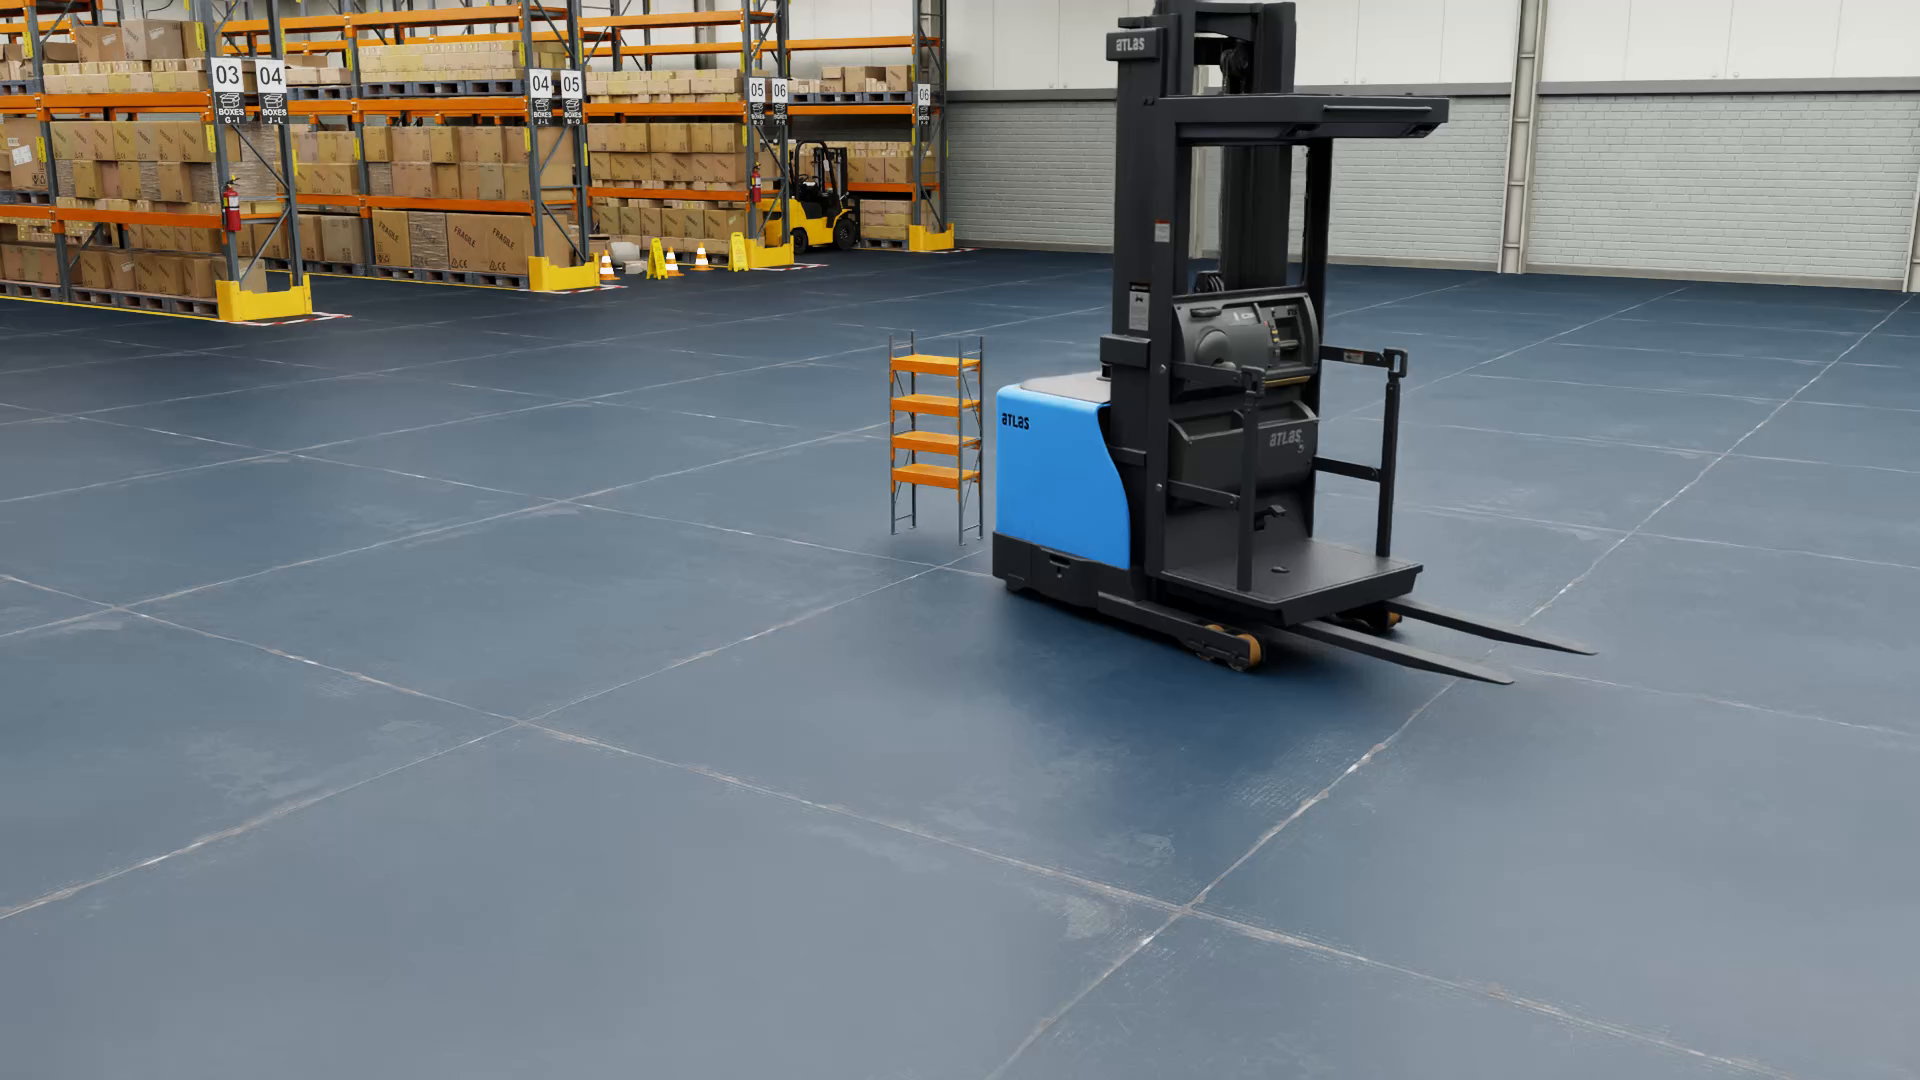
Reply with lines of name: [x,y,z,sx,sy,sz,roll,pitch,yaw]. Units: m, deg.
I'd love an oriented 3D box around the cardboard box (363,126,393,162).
cardboard box: [-9.068,-6.383,26.805,0.550,0.550,0.875,9,17,33]

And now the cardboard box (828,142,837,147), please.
cardboard box: [-2.480,-8.052,33.930,0.250,0.149,0.380,9,17,33]

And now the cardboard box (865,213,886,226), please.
cardboard box: [-1.578,-6.480,33.567,0.500,0.250,0.500,9,17,32]

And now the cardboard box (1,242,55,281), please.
cardboard box: [-13.554,-4.096,24.413,0.500,0.500,0.700,8,16,28]

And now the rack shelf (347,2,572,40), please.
rack shelf: [-7.695,-7.942,25.510,4.000,0.370,1.077,9,17,33]

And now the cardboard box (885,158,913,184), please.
cardboard box: [-1.145,-7.358,33.098,0.500,0.500,0.500,9,16,32]

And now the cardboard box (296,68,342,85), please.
cardboard box: [-10.502,-7.599,27.267,0.500,0.250,0.500,9,17,32]

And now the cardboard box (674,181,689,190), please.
cardboard box: [-4.887,-6.349,29.752,0.250,0.149,0.380,9,17,32]

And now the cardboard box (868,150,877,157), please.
cardboard box: [-1.643,-7.761,33.375,0.250,0.149,0.380,9,17,32]

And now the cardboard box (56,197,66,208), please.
cardboard box: [-12.196,-4.656,22.911,0.250,0.149,0.380,9,17,33]

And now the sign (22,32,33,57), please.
sign: [-12.514,-6.654,22.321,0.005,0.325,0.100,9,17,33]

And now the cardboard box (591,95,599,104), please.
cardboard box: [-6.553,-8.085,30.521,0.250,0.149,0.380,9,16,32]

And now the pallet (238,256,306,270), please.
pallet: [-12.062,-4.904,29.194,1.213,0.211,1.003,9,17,33]

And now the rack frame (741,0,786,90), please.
rack frame: [-3.357,-9.218,28.334,0.127,3.000,1.000,9,17,33]

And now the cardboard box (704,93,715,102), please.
cardboard box: [-4.235,-7.701,28.972,0.250,0.149,0.380,10,17,34]

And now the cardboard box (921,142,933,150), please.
cardboard box: [-0.749,-7.892,33.283,0.250,0.149,0.380,9,16,32]

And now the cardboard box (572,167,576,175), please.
cardboard box: [-7.257,-6.938,31.258,0.250,0.149,0.380,9,17,34]

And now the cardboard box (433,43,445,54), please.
cardboard box: [-7.770,-7.461,25.260,0.250,0.149,0.380,9,17,33]

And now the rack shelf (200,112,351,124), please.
rack shelf: [-14.974,-9.290,36.365,4.000,0.370,1.077,9,17,33]

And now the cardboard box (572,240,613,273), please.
cardboard box: [-6.227,-4.825,28.267,0.637,0.503,0.797,-1,14,-6]

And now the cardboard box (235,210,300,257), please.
cardboard box: [-12.219,-5.390,29.164,0.750,0.750,1.050,9,16,32]

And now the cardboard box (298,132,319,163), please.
cardboard box: [-10.617,-6.578,27.863,0.500,0.500,0.700,9,17,33]

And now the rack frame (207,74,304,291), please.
rack frame: [-8.888,-4.330,21.073,0.127,3.000,1.000,9,17,33]

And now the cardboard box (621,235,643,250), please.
cardboard box: [-5.888,-5.509,30.684,0.500,0.250,0.500,10,17,36]

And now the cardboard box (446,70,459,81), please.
cardboard box: [-7.555,-7.039,25.216,0.250,0.149,0.380,9,17,33]

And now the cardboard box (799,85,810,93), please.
cardboard box: [-3.068,-9.195,33.925,0.250,0.149,0.380,10,17,34]

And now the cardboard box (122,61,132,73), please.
cardboard box: [-10.569,-6.104,21.478,0.250,0.149,0.380,8,16,30]

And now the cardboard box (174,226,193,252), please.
cardboard box: [-13.794,-5.475,30.027,0.500,0.500,0.500,10,17,35]

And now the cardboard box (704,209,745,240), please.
cardboard box: [-4.167,-5.595,29.469,0.500,0.500,0.500,9,17,33]

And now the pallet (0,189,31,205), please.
pallet: [-13.860,-5.052,24.390,1.213,0.211,1.003,9,17,33]

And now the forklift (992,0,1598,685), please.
forklift: [1.483,-0.970,7.643,1.130,2.935,3.031,-11,18,-37]

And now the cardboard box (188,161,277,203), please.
cardboard box: [-9.329,-4.602,21.345,0.500,0.500,0.875,9,17,33]

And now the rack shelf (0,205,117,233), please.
rack shelf: [-13.866,-4.785,24.410,4.000,0.370,1.077,9,17,33]

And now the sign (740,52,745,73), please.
sign: [-3.683,-8.084,28.152,0.005,0.325,0.100,9,17,33]

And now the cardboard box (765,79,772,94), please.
cardboard box: [-3.625,-7.954,29.164,0.500,0.250,0.500,9,16,32]

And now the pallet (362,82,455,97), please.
pallet: [-8.682,-7.143,26.378,1.213,0.211,1.003,9,17,33]

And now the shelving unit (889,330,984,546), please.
shelving unit: [-0.137,-0.605,9.769,0.503,1.200,0.258,9,17,33]

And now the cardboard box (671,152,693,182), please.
cardboard box: [-4.787,-6.653,29.628,0.500,0.500,0.500,9,17,33]

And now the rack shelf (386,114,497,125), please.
rack shelf: [-12.207,-10.281,40.365,4.000,0.370,1.077,9,17,33]

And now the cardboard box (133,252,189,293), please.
cardboard box: [-10.859,-3.652,22.663,0.500,0.500,0.500,8,16,28]

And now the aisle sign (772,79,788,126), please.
aisle sign: [-3.132,-7.621,28.958,0.004,0.787,0.394,9,17,33]

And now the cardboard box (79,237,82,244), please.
cardboard box: [-16.677,-5.771,31.952,0.250,0.149,0.380,10,17,34]

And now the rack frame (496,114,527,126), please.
rack frame: [-10.547,-8.905,39.556,0.127,3.000,1.000,9,17,33]

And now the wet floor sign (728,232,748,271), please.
wet floor sign: [-3.796,-4.924,28.373,0.267,0.644,0.232,-10,17,-35]

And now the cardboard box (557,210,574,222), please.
cardboard box: [-8.985,-7.578,38.522,0.500,0.500,0.500,8,16,31]

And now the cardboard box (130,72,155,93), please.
cardboard box: [-10.266,-5.864,21.339,0.500,0.250,0.500,10,17,34]

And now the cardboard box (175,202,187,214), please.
cardboard box: [-9.881,-4.299,21.469,0.250,0.149,0.380,9,17,33]

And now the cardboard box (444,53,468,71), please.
cardboard box: [-7.428,-7.230,25.157,0.500,0.250,0.500,9,17,32]

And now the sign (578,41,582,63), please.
sign: [-5.721,-7.334,24.982,0.005,0.325,0.100,9,17,33]

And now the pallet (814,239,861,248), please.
pallet: [-2.256,-6.201,34.432,1.213,0.211,1.003,9,17,33]

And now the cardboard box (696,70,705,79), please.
cardboard box: [-4.399,-8.131,29.047,0.250,0.149,0.380,9,17,33]
